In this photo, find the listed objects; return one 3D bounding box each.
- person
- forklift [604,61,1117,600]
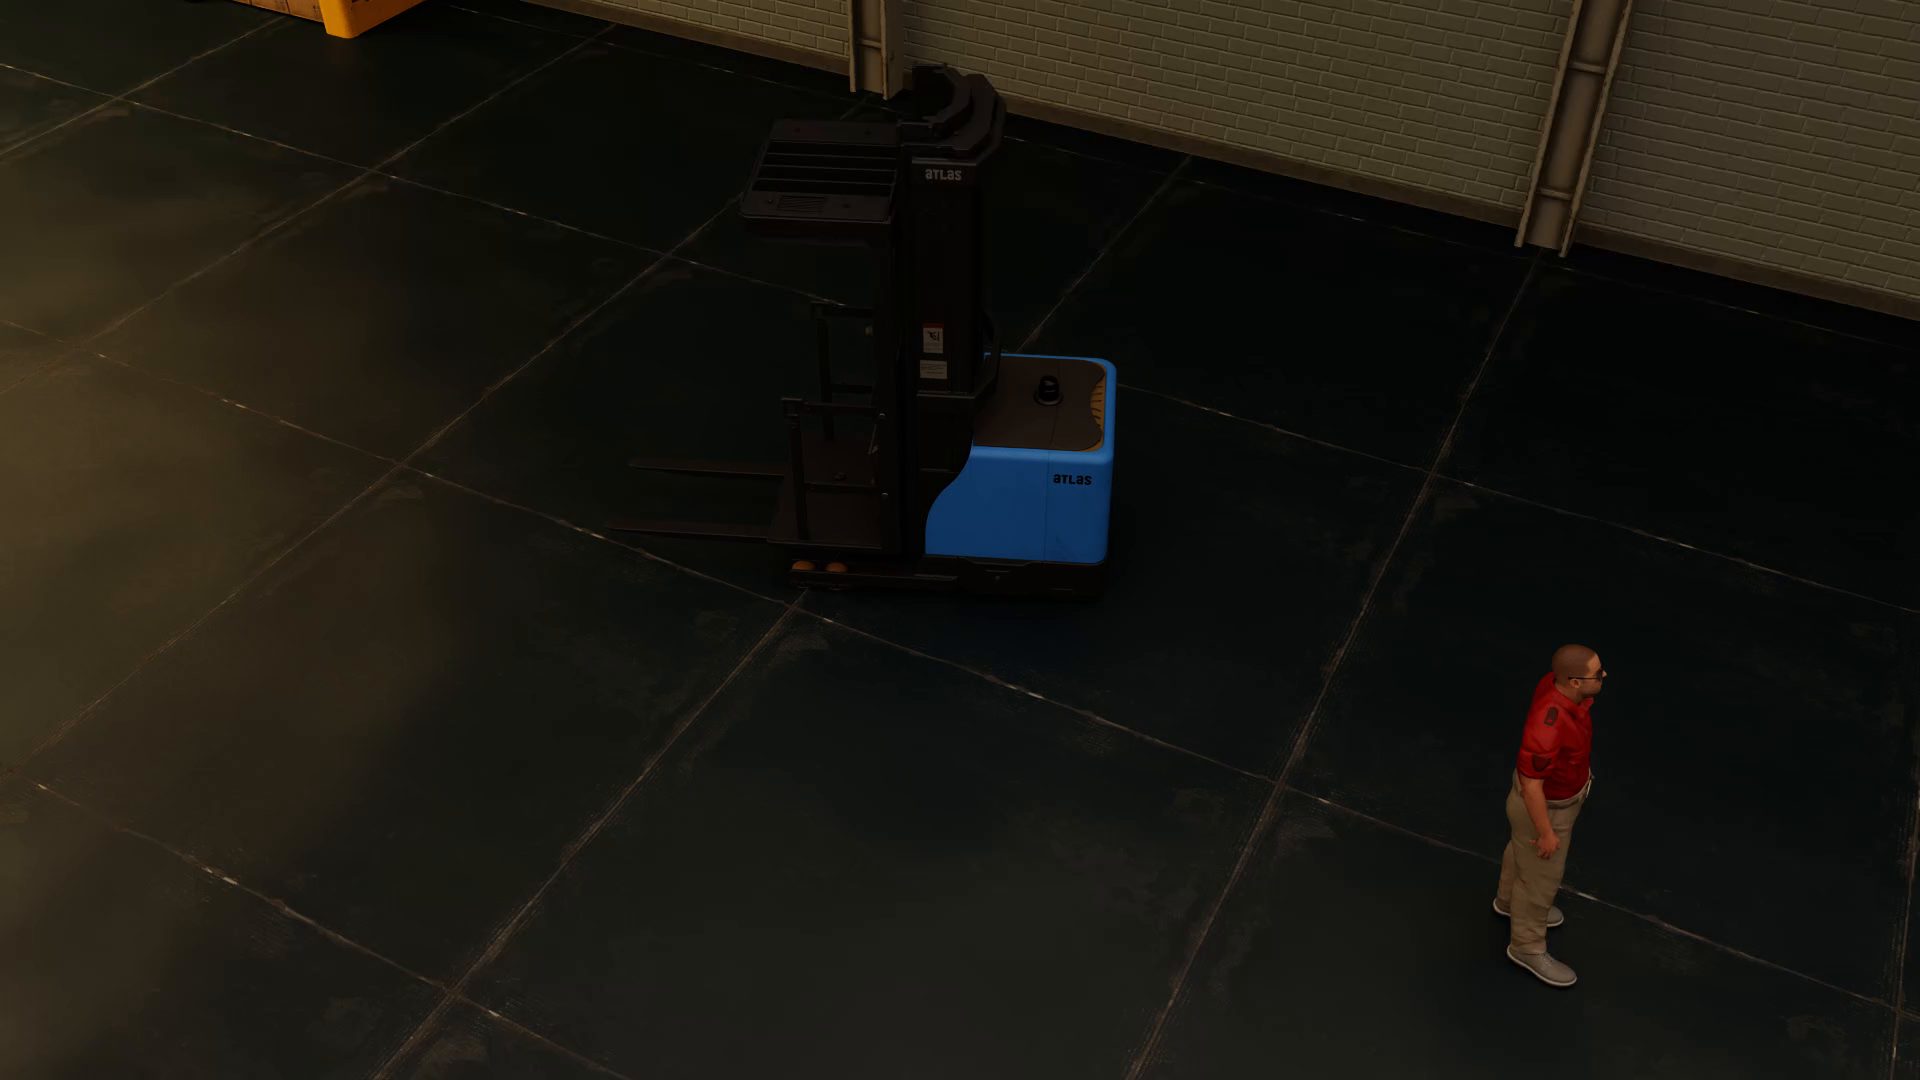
[{"bbox_3d":[2.732,1.192,7.496,0.551,1.724,0.641,16,43,18],"label":"person"},{"bbox_3d":[-0.606,-1.157,9.360,3.031,2.935,1.130,3,40,4],"label":"forklift"}]
